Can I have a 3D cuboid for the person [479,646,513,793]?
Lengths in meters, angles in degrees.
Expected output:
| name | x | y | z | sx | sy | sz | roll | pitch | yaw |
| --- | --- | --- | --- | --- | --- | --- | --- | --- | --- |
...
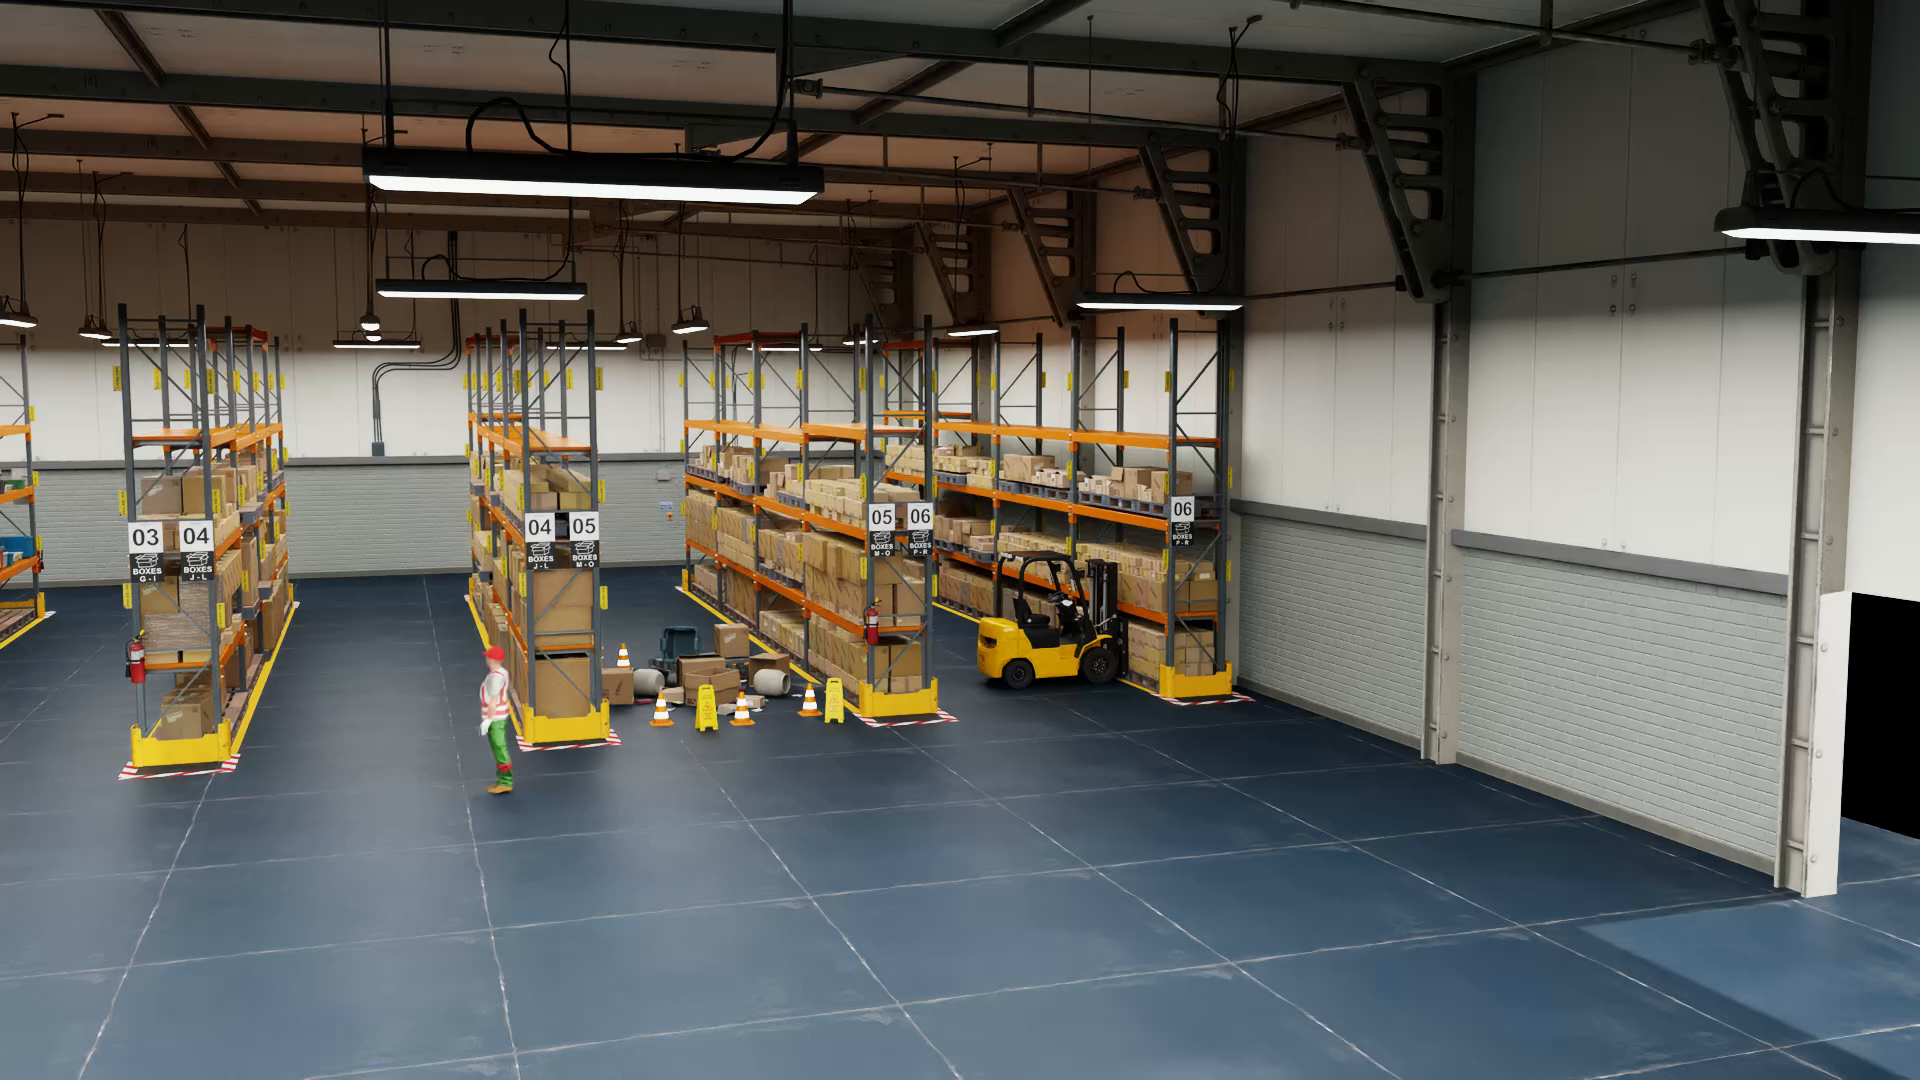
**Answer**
| name | x | y | z | sx | sy | sz | roll | pitch | yaw |
| --- | --- | --- | --- | --- | --- | --- | --- | --- | --- |
| person | -5.659 | 2.193 | 20.285 | 0.364 | 1.812 | 0.615 | -1 | 6 | -10 |
